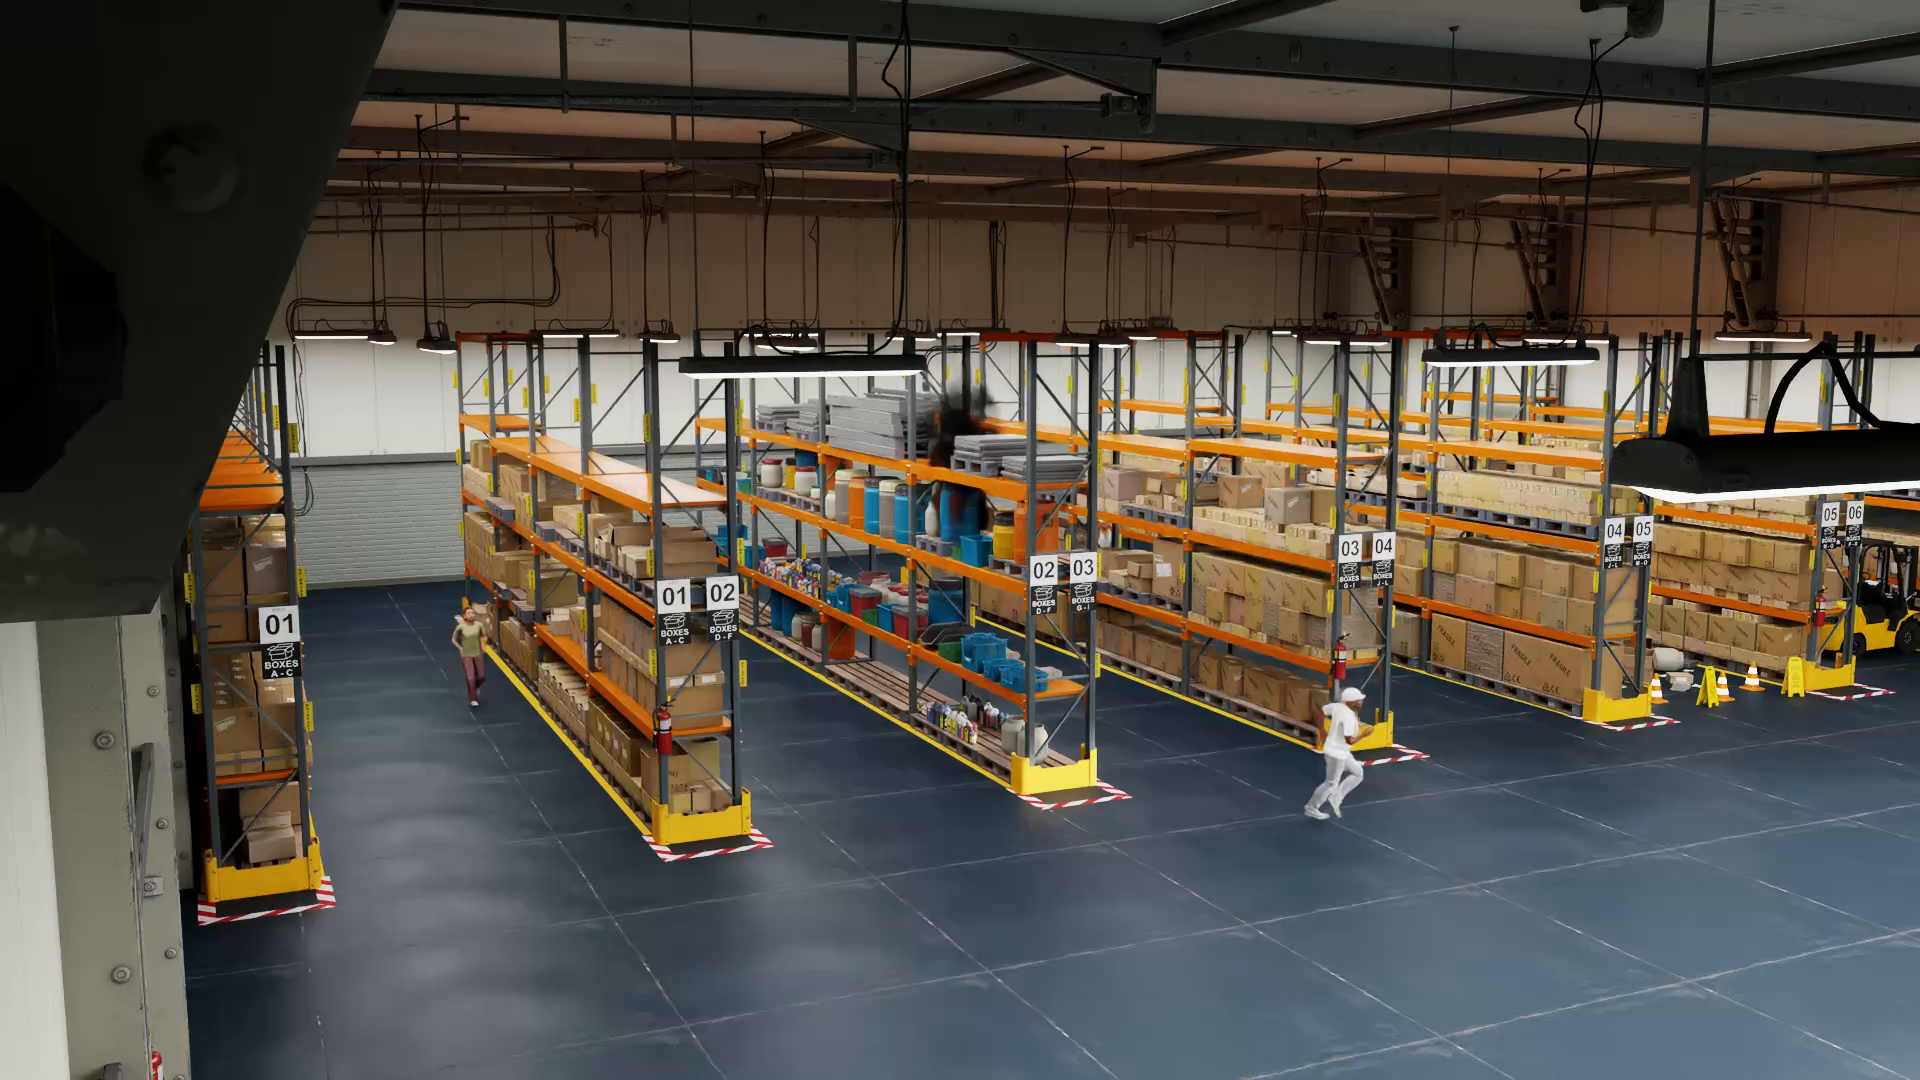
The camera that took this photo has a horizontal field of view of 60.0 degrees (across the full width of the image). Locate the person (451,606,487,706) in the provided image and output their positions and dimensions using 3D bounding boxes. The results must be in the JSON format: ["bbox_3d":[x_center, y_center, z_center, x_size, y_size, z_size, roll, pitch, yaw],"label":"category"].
[{"bbox_3d":[-7.979,1.883,27.121,0.578,1.608,0.571,-4,9,-26],"label":"person"}]

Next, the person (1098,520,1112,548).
[{"bbox_3d":[3.236,0.394,37.440,0.642,1.831,0.778,-3,8,-22],"label":"person"}]

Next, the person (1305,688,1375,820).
[{"bbox_3d":[4.744,2.670,20.772,0.823,1.700,0.669,1,8,10],"label":"person"}]
